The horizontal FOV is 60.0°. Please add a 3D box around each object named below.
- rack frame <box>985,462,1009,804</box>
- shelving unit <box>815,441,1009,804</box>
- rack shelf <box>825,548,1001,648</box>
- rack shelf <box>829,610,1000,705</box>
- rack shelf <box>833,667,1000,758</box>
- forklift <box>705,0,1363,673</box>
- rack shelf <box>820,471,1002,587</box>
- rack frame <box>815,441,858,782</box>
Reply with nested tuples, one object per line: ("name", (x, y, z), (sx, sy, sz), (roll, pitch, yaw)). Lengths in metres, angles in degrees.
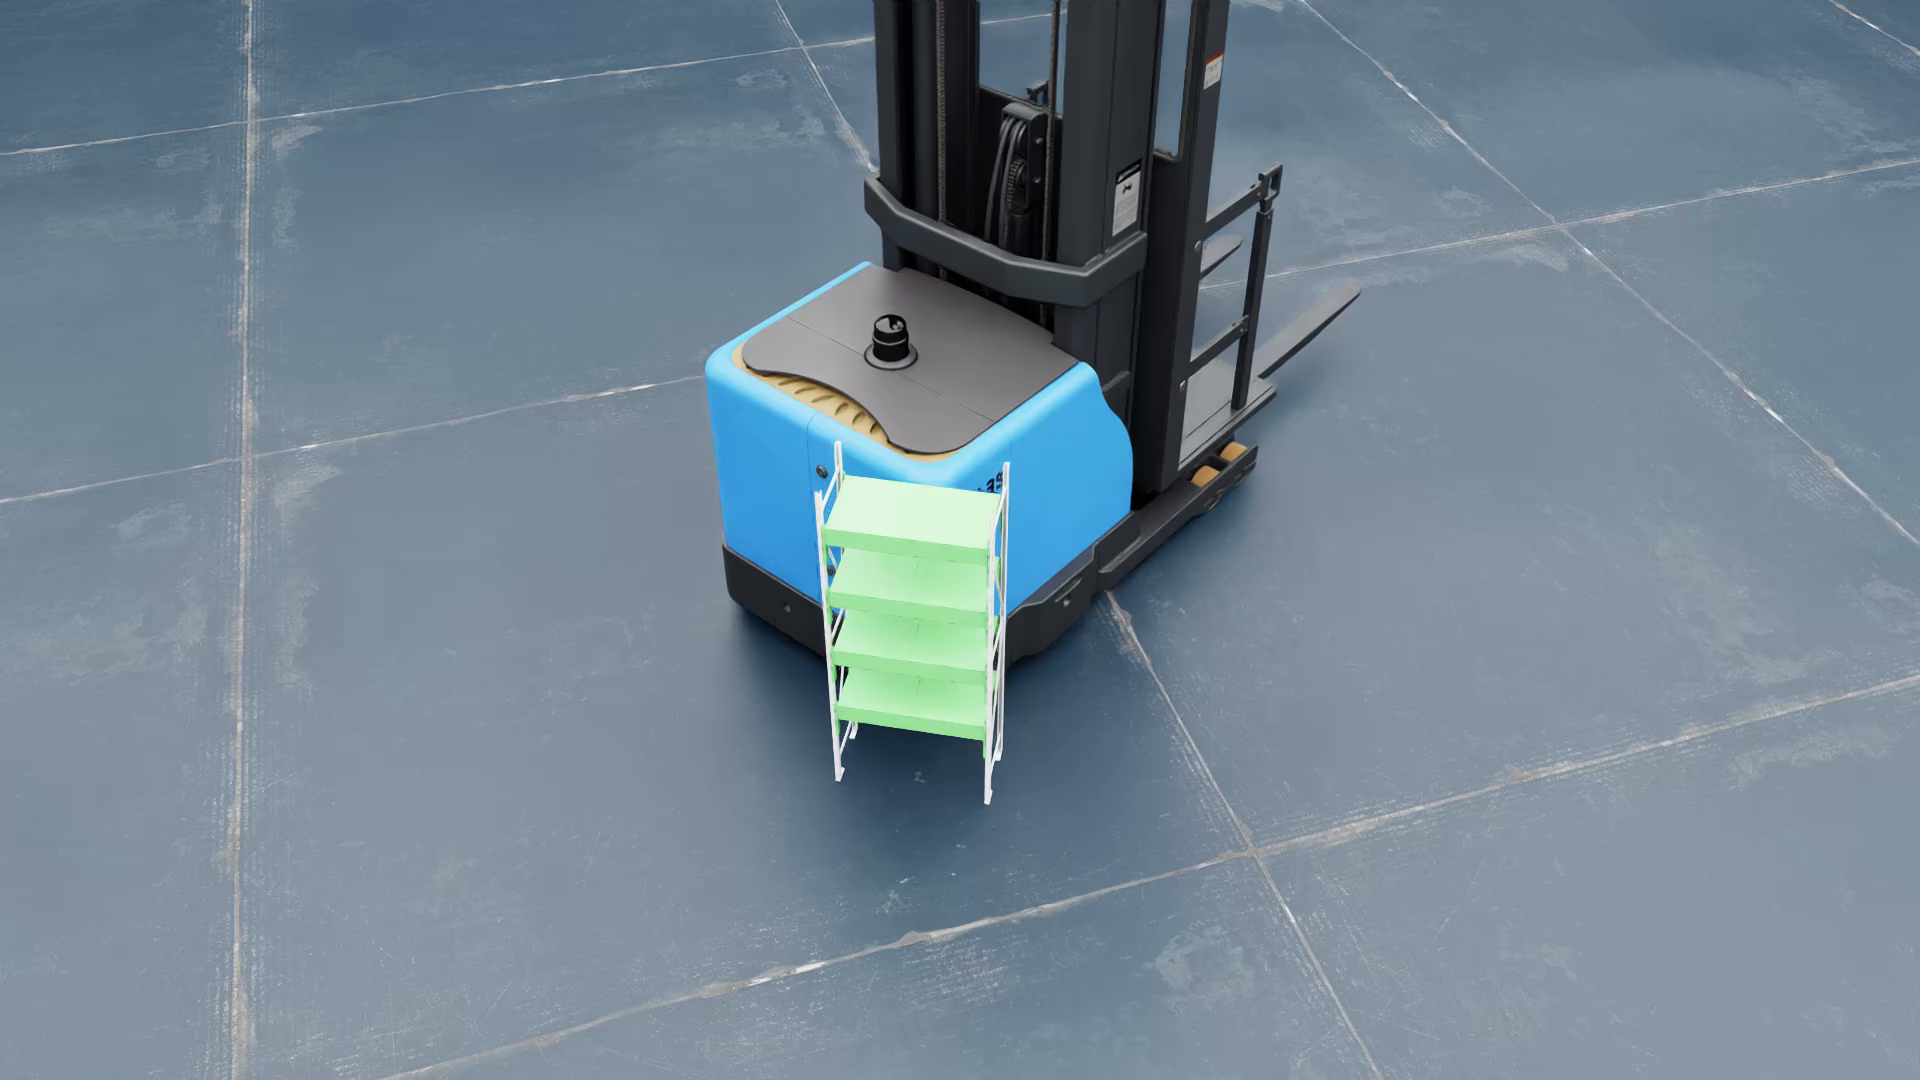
("rack frame", (0.109, 0.311, 4.982), (0.015, 1.200, 0.240), (7, 42, 8))
("shelving unit", (-0.131, 0.280, 5.018), (0.503, 1.200, 0.258), (7, 42, 8))
("rack shelf", (-0.131, 0.147, 4.902), (0.480, 0.148, 0.258), (7, 42, 8))
("rack shelf", (-0.131, 0.328, 5.060), (0.480, 0.148, 0.258), (7, 42, 8))
("rack shelf", (-0.131, 0.509, 5.218), (0.480, 0.148, 0.258), (7, 42, 8))
("forklift", (0.504, -1.413, 5.640), (1.130, 2.935, 3.031), (29, 49, 29))
("rack shelf", (-0.131, -0.034, 4.744), (0.480, 0.148, 0.258), (7, 42, 8))
("rack frame", (-0.370, 0.249, 5.054), (0.015, 1.200, 0.240), (7, 42, 8))
